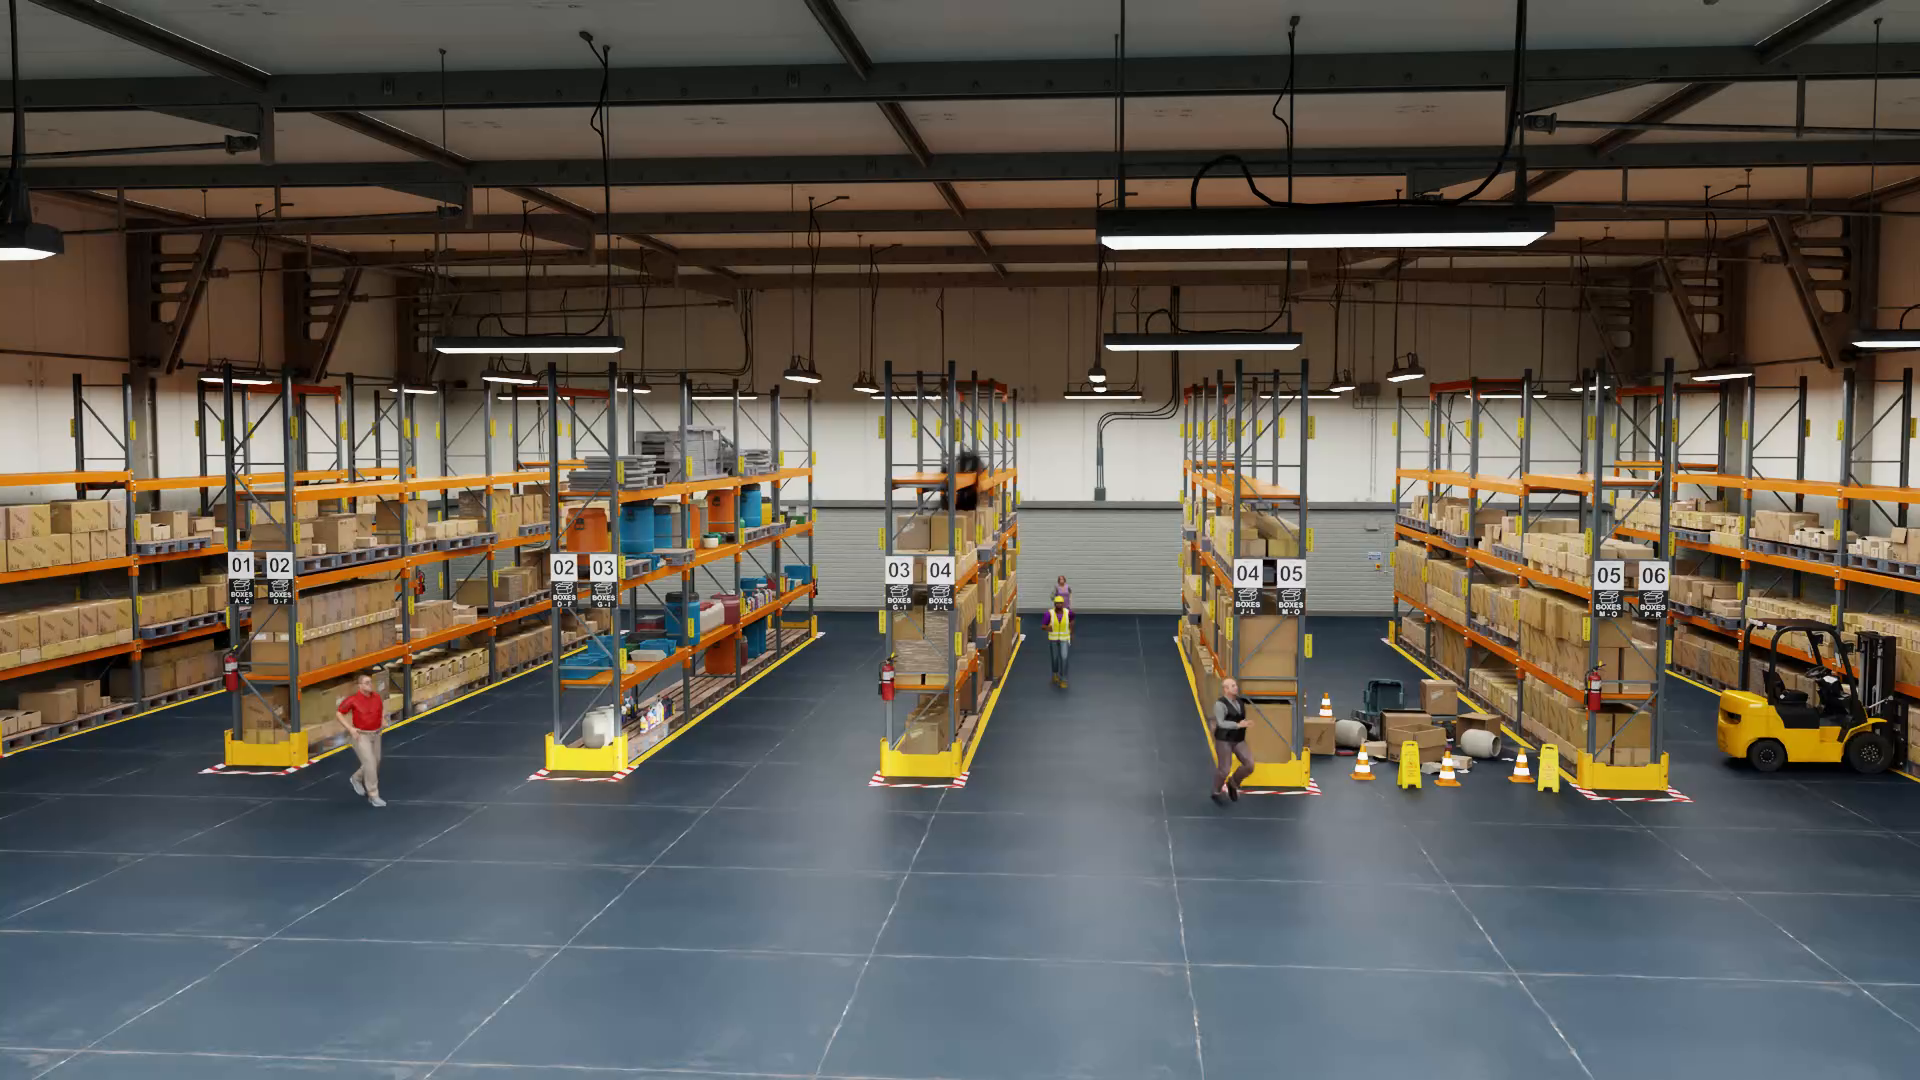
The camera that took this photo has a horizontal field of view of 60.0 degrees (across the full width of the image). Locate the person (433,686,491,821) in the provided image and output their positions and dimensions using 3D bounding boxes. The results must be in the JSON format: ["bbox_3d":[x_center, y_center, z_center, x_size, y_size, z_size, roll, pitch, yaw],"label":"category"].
[{"bbox_3d":[-6.402,2.719,21.417,0.940,1.708,0.665,2,4,31],"label":"person"}]

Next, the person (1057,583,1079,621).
[{"bbox_3d":[2.419,1.754,37.145,0.514,1.595,0.882,0,4,-6],"label":"person"}]

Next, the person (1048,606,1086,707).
[{"bbox_3d":[1.967,2.103,30.605,0.713,1.787,0.984,0,4,1],"label":"person"}]

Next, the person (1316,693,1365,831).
[{"bbox_3d":[4.766,2.791,20.808,0.643,1.758,0.735,-3,5,-37],"label":"person"}]
